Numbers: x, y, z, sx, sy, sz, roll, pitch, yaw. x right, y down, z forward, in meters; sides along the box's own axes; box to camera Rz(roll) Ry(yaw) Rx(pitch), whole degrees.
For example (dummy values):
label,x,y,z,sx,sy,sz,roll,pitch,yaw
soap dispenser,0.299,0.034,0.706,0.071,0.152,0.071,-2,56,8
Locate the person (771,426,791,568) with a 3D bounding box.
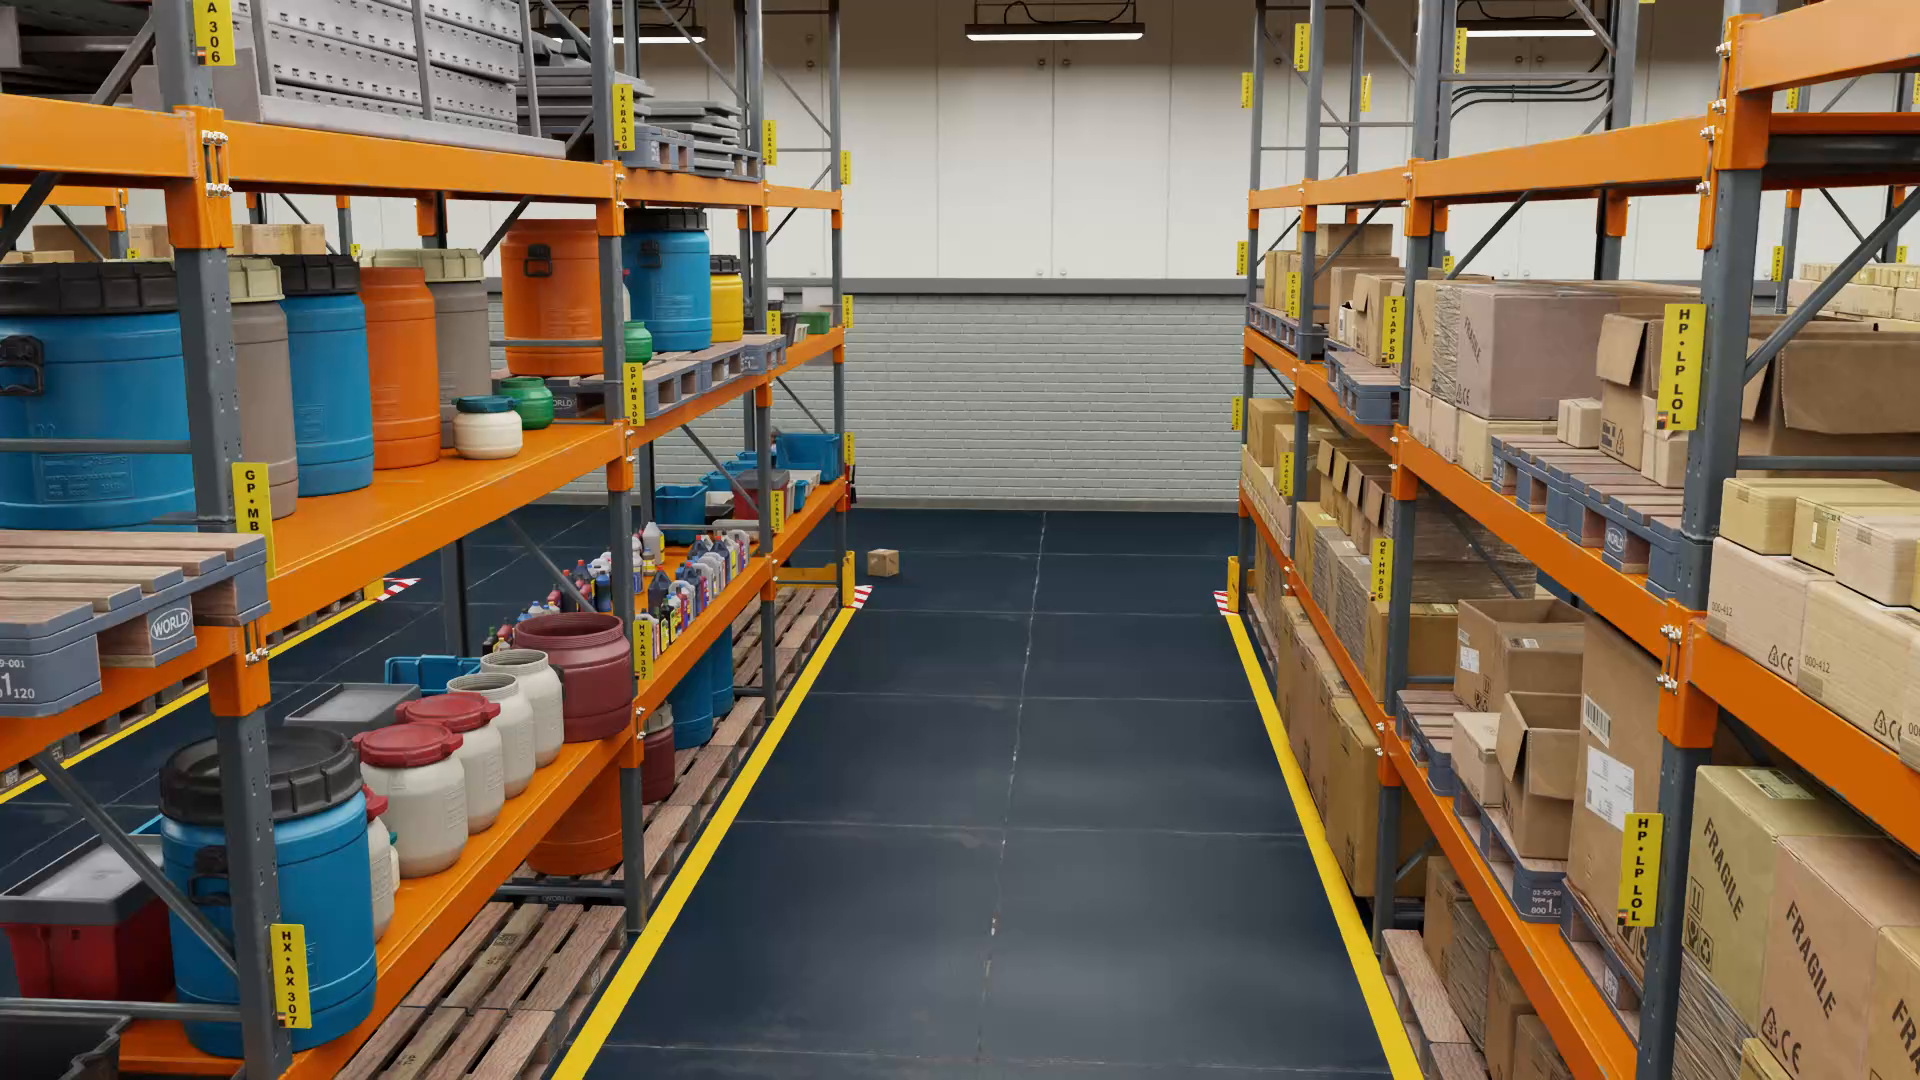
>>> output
label,x,y,z,sx,sy,sz,roll,pitch,yaw
person,-2.085,-0.401,18.081,0.453,1.689,0.595,1,11,7
